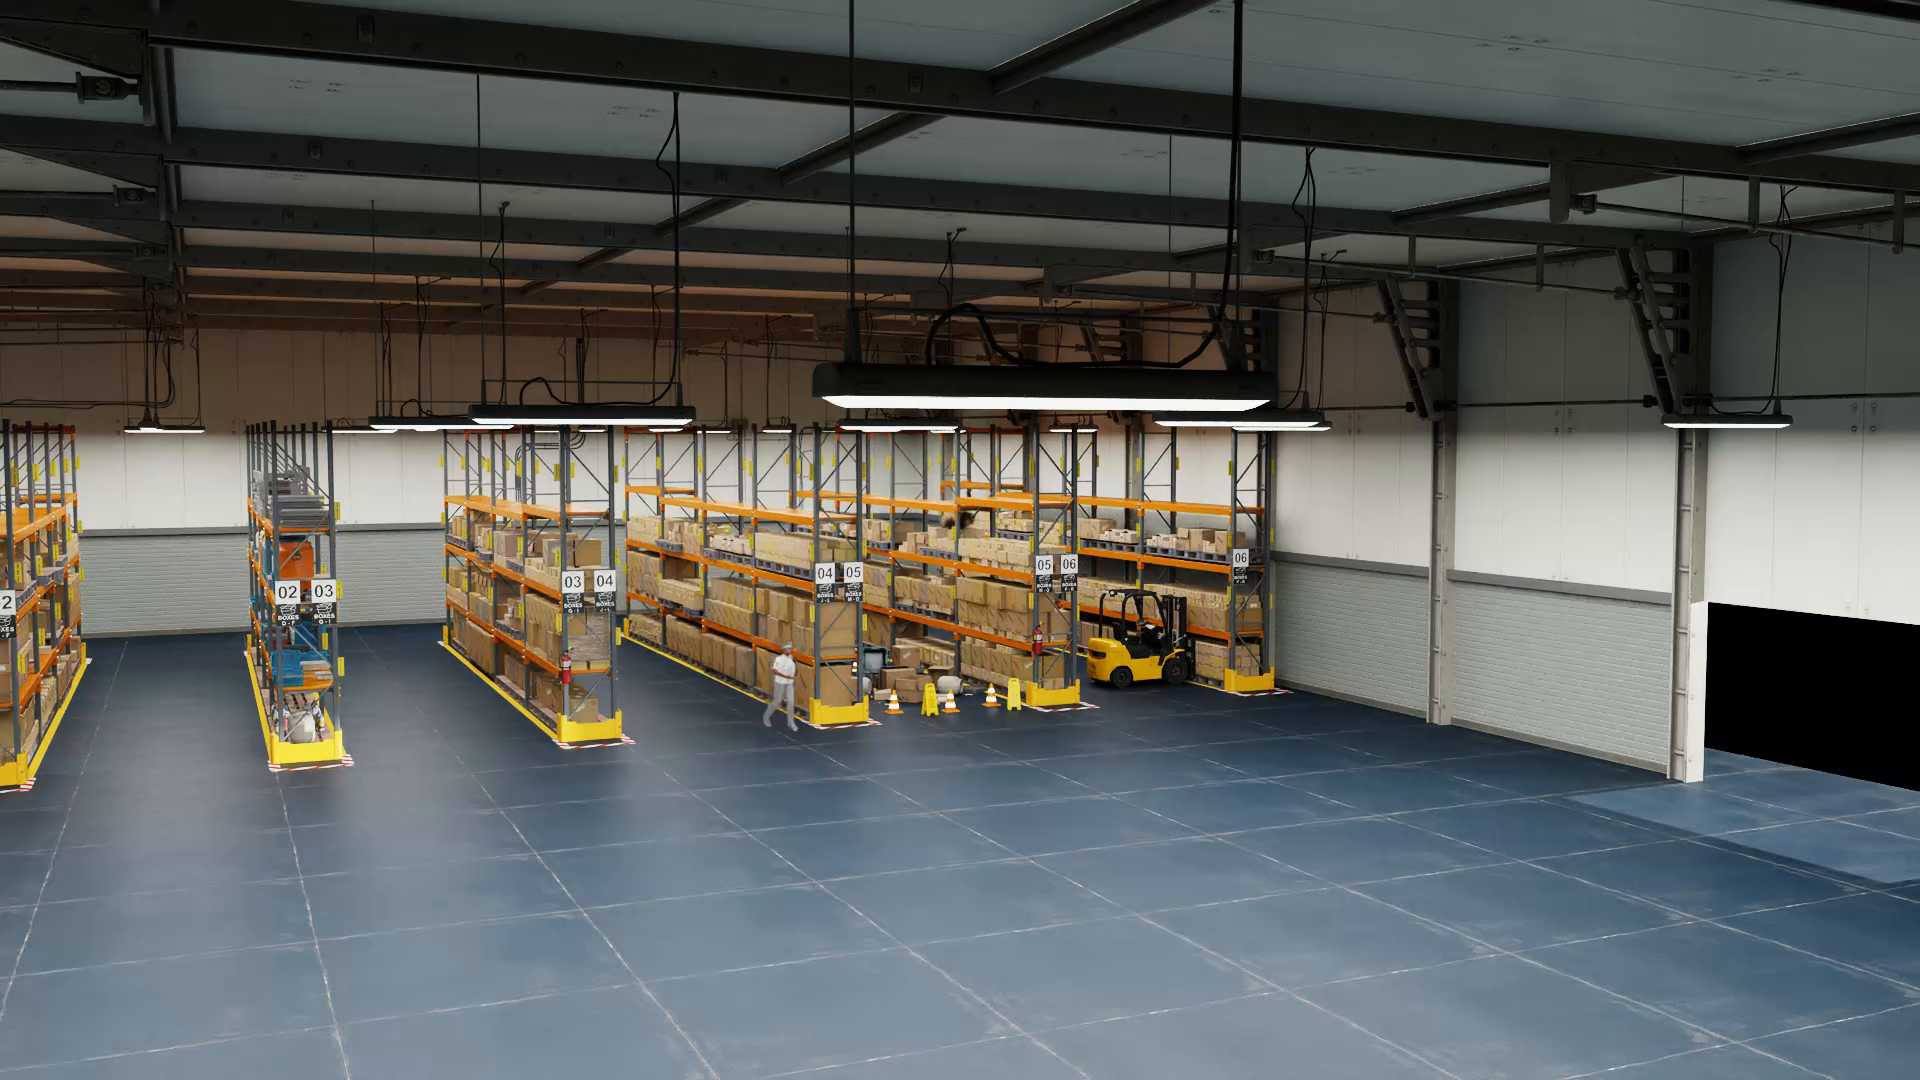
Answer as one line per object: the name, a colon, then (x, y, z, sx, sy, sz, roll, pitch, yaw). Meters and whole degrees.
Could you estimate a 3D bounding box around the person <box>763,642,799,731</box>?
person: (-3.402, 2.839, 32.562, 0.851, 1.697, 0.628, 3, 5, 41)

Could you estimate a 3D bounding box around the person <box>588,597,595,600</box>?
person: (-10.476, 1.897, 47.752, 0.664, 1.745, 0.836, 1, 4, 16)
